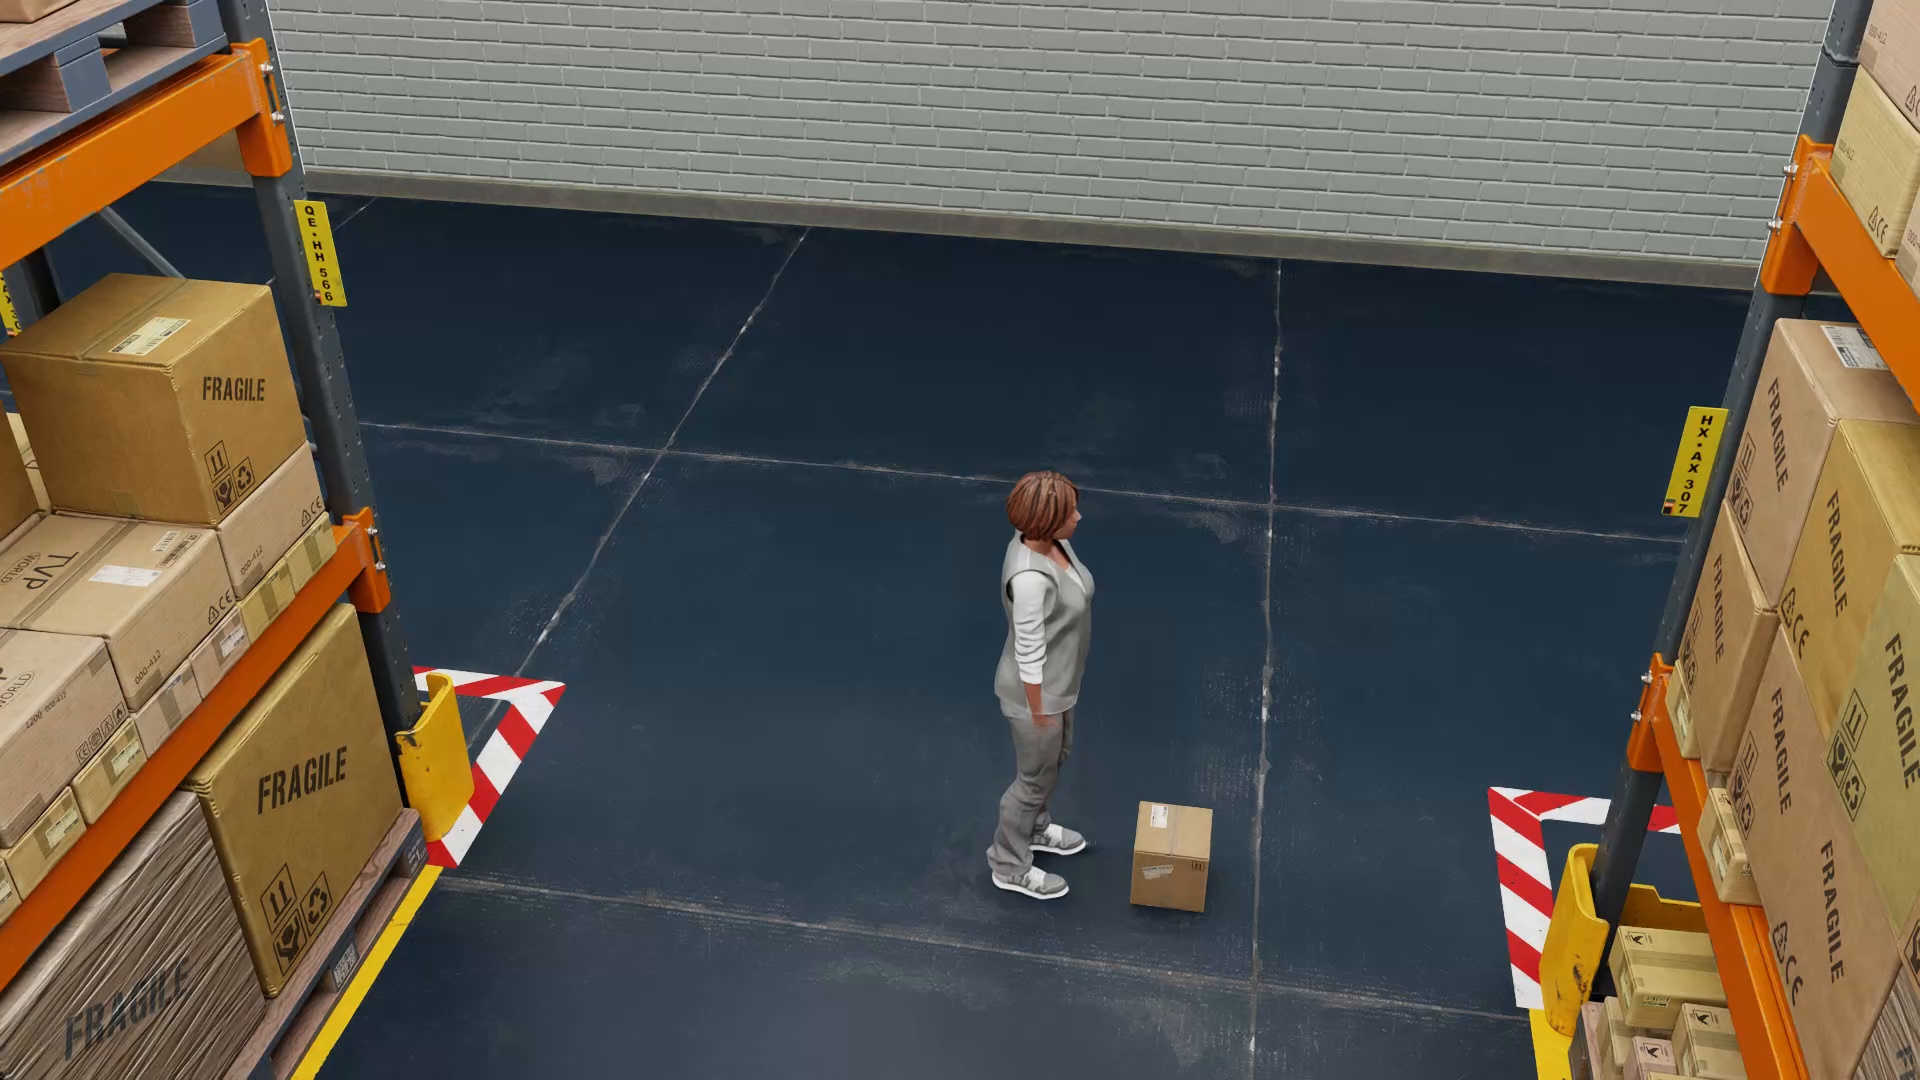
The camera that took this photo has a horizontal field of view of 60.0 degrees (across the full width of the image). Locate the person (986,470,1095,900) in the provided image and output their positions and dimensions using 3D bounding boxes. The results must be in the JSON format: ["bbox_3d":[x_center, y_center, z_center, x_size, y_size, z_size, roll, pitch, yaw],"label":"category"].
[{"bbox_3d":[0.268,0.476,5.425,0.325,1.583,0.408,6,33,9],"label":"person"}]
